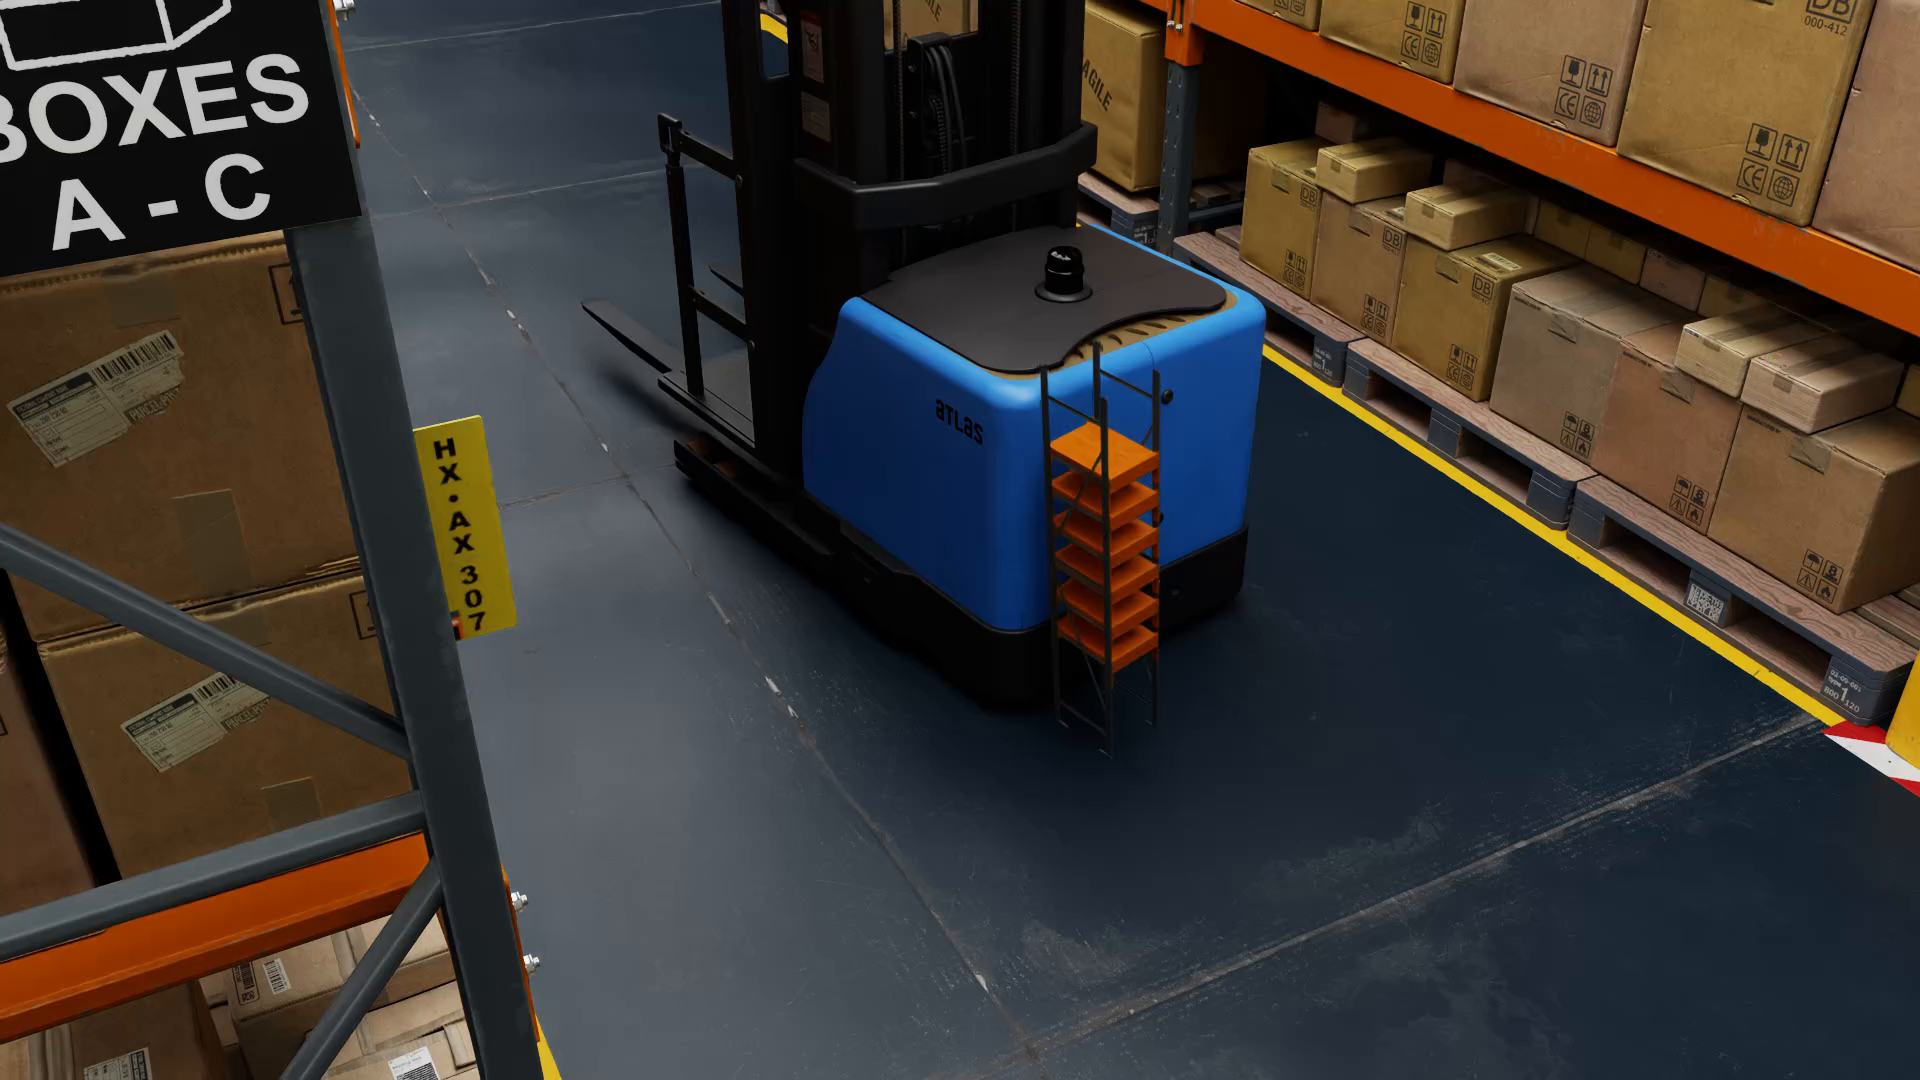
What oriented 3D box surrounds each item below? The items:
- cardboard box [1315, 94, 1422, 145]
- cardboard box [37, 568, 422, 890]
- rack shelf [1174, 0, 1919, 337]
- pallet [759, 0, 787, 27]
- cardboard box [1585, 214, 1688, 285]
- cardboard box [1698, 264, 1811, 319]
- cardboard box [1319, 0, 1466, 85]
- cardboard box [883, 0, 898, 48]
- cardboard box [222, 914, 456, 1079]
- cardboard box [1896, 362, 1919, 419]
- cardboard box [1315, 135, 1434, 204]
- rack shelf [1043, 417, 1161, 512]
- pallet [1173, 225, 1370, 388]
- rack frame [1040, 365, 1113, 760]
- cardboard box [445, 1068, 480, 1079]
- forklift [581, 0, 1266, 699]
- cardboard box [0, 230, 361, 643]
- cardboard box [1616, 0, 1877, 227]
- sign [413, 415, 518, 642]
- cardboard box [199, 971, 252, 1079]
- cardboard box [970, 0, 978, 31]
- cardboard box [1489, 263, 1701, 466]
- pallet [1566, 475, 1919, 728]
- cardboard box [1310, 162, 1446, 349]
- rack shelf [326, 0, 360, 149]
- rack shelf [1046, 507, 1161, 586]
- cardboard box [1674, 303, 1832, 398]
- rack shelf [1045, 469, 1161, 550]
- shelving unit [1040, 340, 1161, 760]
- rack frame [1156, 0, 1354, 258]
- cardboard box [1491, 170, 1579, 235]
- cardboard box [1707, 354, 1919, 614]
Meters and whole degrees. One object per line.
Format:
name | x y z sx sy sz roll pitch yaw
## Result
cardboard box | 1.749 -1.798 7.103 0.380 0.149 0.250 -16 36 -23
cardboard box | -1.106 0.172 2.608 0.500 0.500 0.500 -15 36 -22
rack shelf | 2.315 -1.407 5.833 1.077 0.370 4.000 -16 36 -23
pallet | -0.845 -3.773 11.443 1.003 0.211 1.213 -16 36 -23
cardboard box | 2.476 -1.057 5.946 0.380 0.149 0.250 -15 36 -23
cardboard box | 2.715 -0.814 5.566 0.380 0.149 0.250 -16 36 -23
cardboard box | 1.957 -2.178 6.091 0.980 0.700 0.700 -17 36 -24
cardboard box | -0.255 -3.461 9.975 0.750 0.750 0.750 -16 36 -24
cardboard box | -1.368 0.895 3.713 0.500 0.250 0.500 -16 36 -23
cardboard box | 3.068 -0.453 5.002 0.380 0.149 0.250 -16 36 -23
cardboard box | 1.639 -1.470 6.590 0.380 0.149 0.250 -15 35 -22
rack shelf | 0.371 -0.201 4.356 0.180 0.103 0.258 -28 42 -29
pallet | 1.668 -1.108 7.283 1.003 0.211 1.213 -16 36 -23
rack frame | 0.321 0.093 4.495 0.006 1.200 0.240 -28 42 -29
cardboard box | -1.024 1.221 3.298 0.380 0.149 0.250 -16 36 -23
forklift | -0.381 -1.501 5.375 1.130 2.935 3.031 -23 39 -31
cardboard box | -1.106 -0.249 2.339 0.500 0.500 0.500 -15 35 -22
cardboard box | 2.652 -1.467 4.981 0.980 0.700 0.700 -16 36 -23
sign | -0.653 -0.009 2.181 0.100 0.325 0.005 -16 36 -23
cardboard box | -1.713 1.086 3.492 0.380 0.166 0.250 -16 36 -23
cardboard box | 0.548 -2.637 8.689 0.750 0.750 0.750 -15 35 -22
cardboard box | 2.365 -0.667 5.939 0.700 0.500 0.500 -17 36 -25
pallet | 2.806 0.057 5.466 1.003 0.211 1.213 -16 36 -23
cardboard box | 1.872 -1.166 6.717 0.700 0.500 0.500 -16 36 -24
rack shelf | -2.065 -1.422 3.076 1.077 0.370 4.000 -16 36 -23
rack shelf | 0.387 -0.006 4.496 0.180 0.103 0.258 -28 42 -29
cardboard box | 2.492 -0.599 5.231 0.380 0.149 0.250 -15 36 -22
rack shelf | 0.379 -0.103 4.426 0.180 0.103 0.258 -28 42 -29
shelving unit | 0.391 0.055 4.540 0.189 1.200 0.258 -28 42 -29
rack frame | 1.383 -2.665 7.128 1.000 3.000 0.127 -16 36 -23
cardboard box | 2.237 -1.301 6.327 0.380 0.149 0.250 -15 36 -23
cardboard box | 2.833 -0.189 5.192 0.700 0.500 0.500 -16 36 -23
